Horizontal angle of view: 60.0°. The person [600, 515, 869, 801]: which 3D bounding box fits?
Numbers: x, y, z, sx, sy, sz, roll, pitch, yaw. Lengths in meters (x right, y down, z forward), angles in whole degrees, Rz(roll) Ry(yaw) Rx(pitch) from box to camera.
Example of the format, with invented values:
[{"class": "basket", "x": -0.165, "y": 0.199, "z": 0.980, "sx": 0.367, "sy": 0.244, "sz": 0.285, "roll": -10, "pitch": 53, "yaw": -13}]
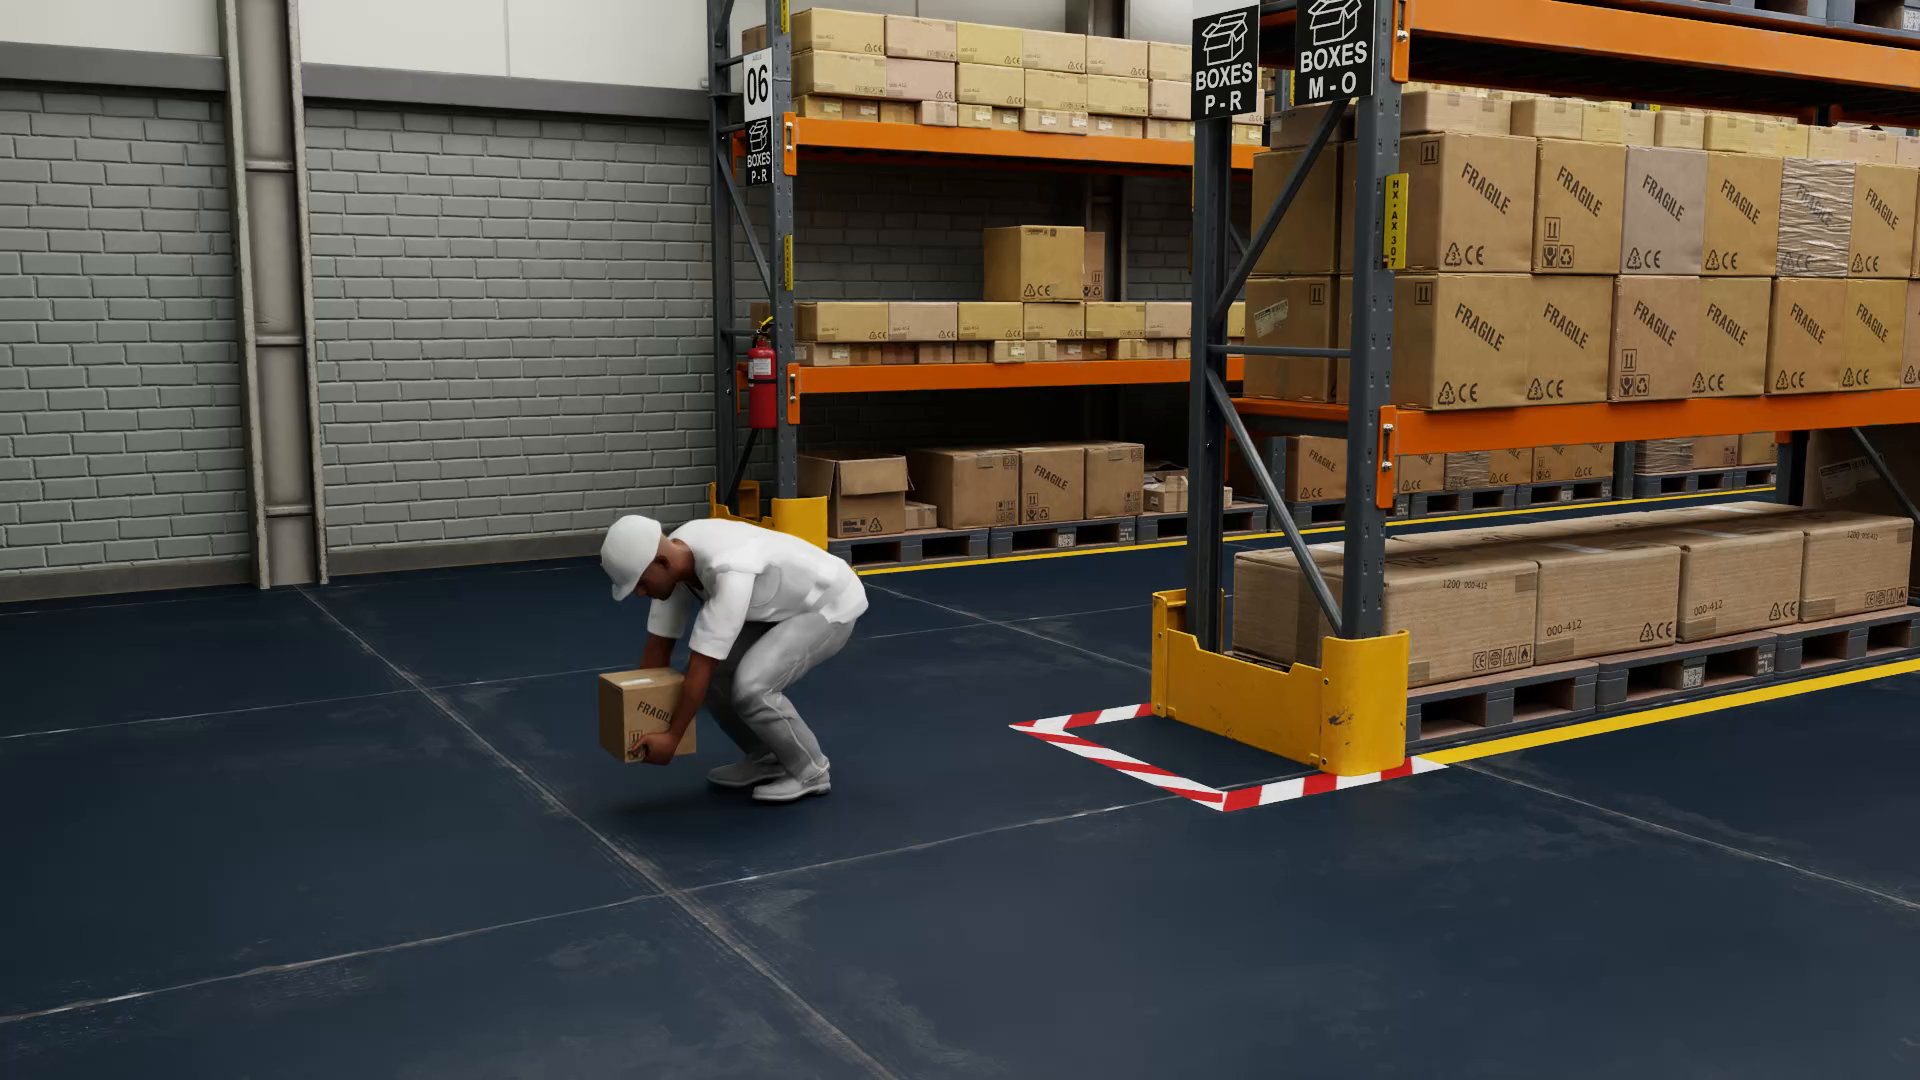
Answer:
[{"class": "person", "x": -0.767, "y": 0.390, "z": 5.696, "sx": 0.946, "sy": 1.009, "sz": 0.525, "roll": -5, "pitch": 10, "yaw": -33}]
